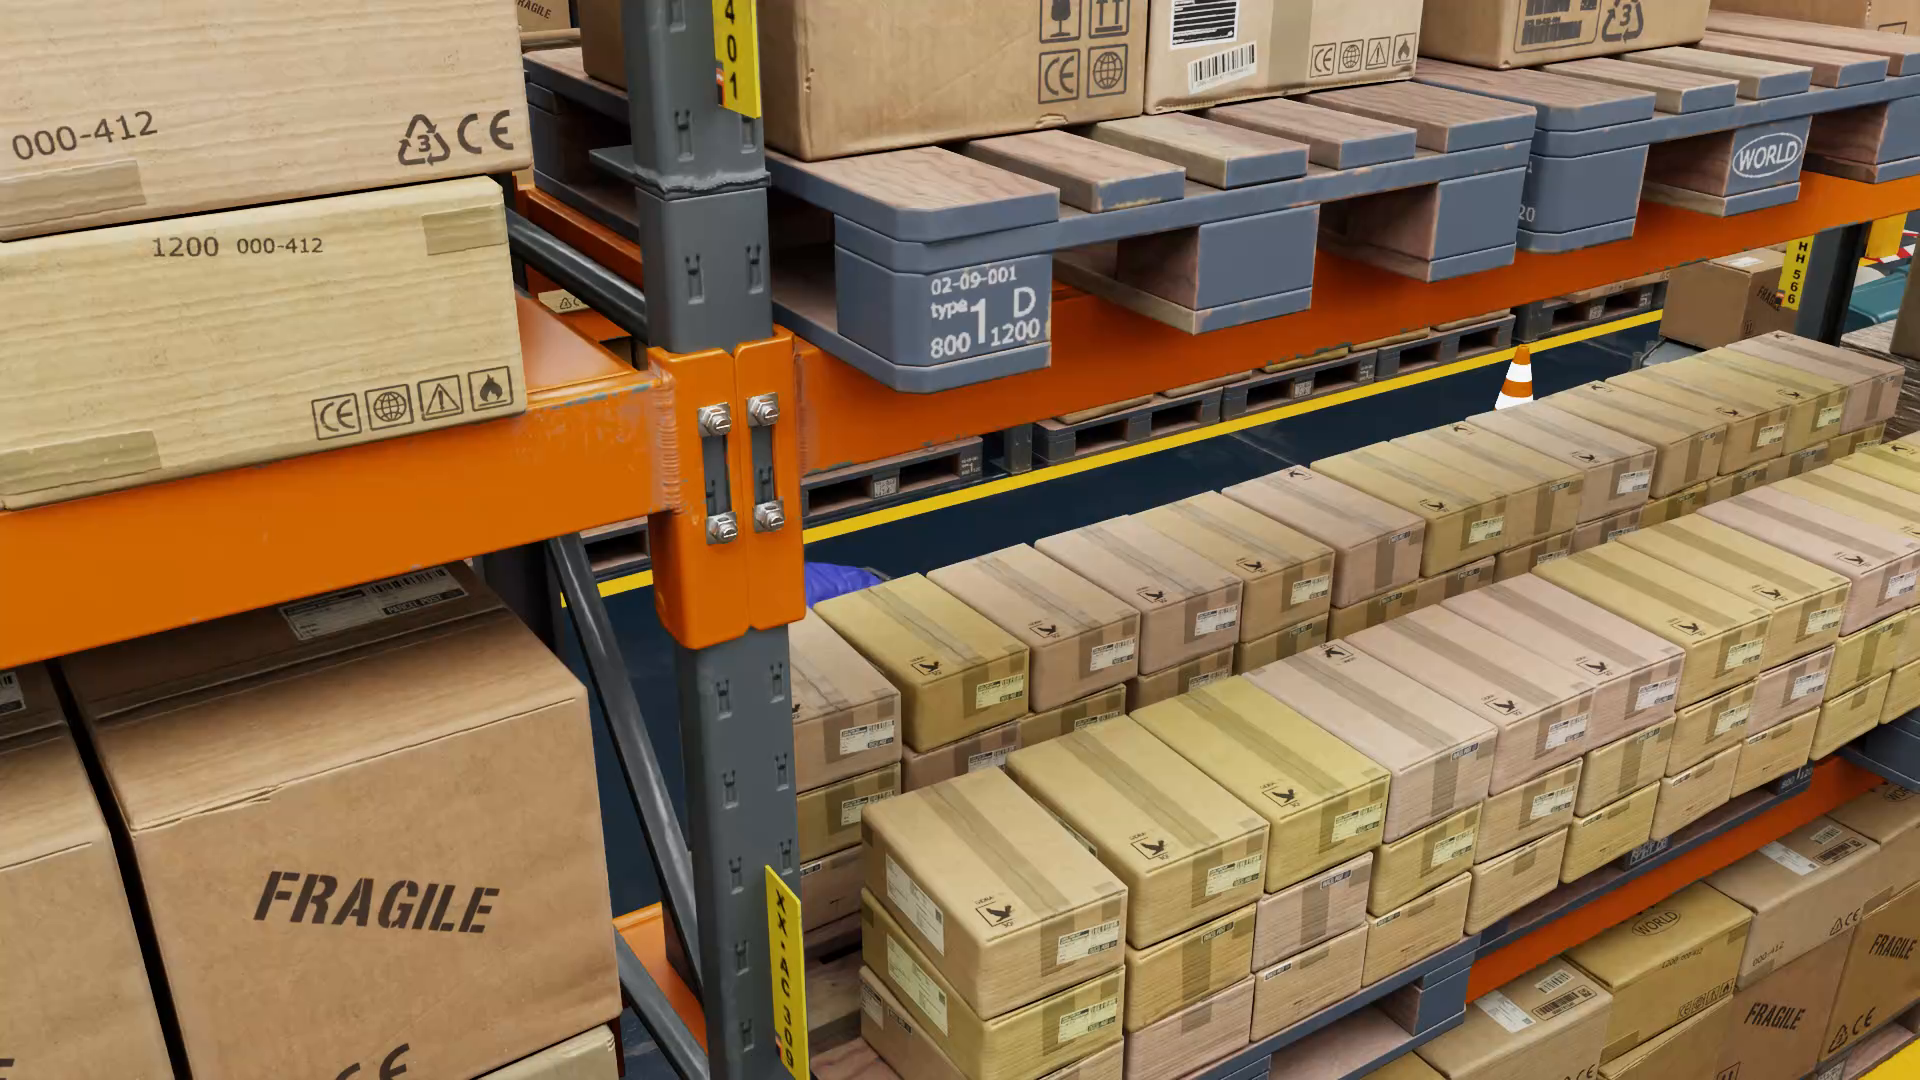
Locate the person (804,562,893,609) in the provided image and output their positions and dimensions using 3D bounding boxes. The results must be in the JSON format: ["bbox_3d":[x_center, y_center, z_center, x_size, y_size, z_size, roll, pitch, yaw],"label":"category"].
[{"bbox_3d":[-0.507,0.538,5.697,0.858,1.046,0.452,-17,30,-32],"label":"person"}]
